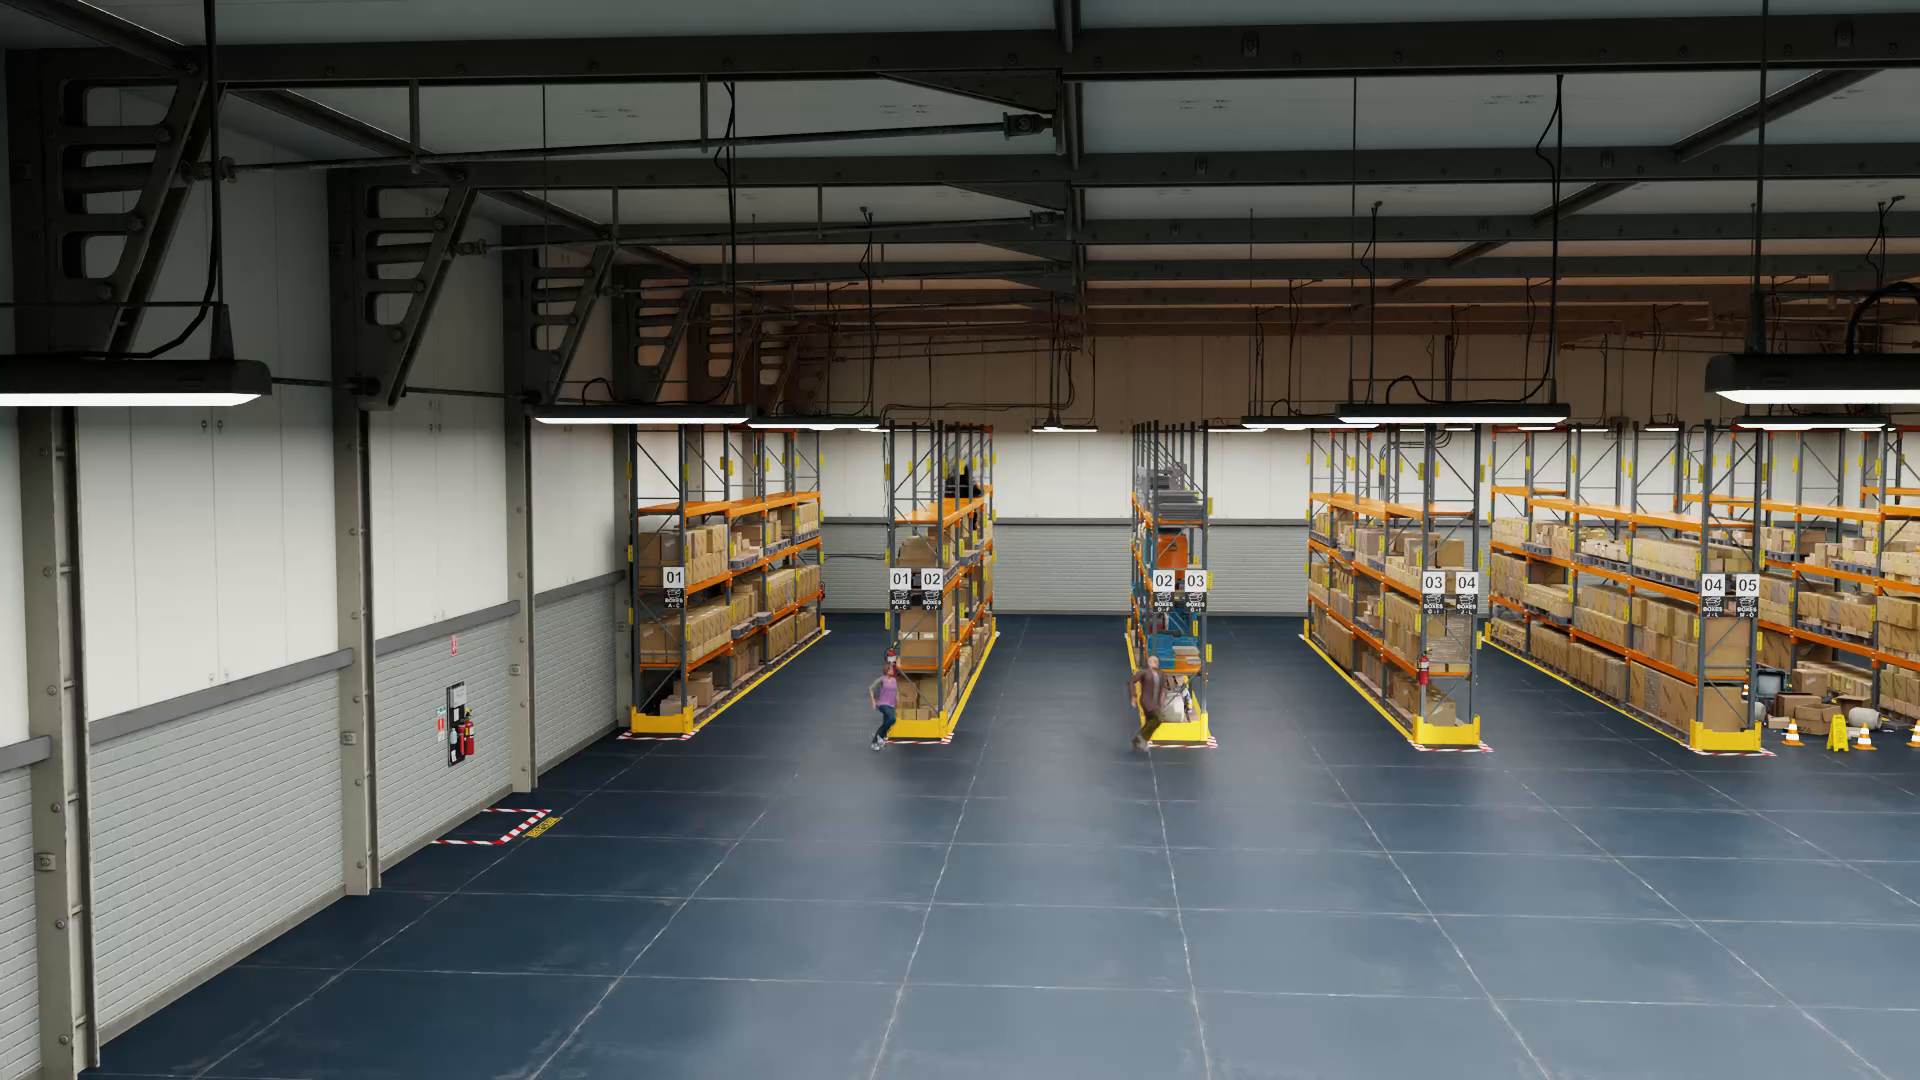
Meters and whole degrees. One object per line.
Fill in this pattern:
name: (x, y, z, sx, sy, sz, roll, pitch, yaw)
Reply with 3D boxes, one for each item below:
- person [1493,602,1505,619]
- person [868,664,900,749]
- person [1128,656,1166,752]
person: (15.393, 1.903, 47.597, 0.510, 1.620, 0.626, 1, 4, 19)
person: (-1.299, 3.031, 30.235, 0.553, 1.529, 0.575, -3, 5, -44)
person: (3.461, 2.934, 29.963, 0.678, 1.671, 0.699, -3, 5, -40)
